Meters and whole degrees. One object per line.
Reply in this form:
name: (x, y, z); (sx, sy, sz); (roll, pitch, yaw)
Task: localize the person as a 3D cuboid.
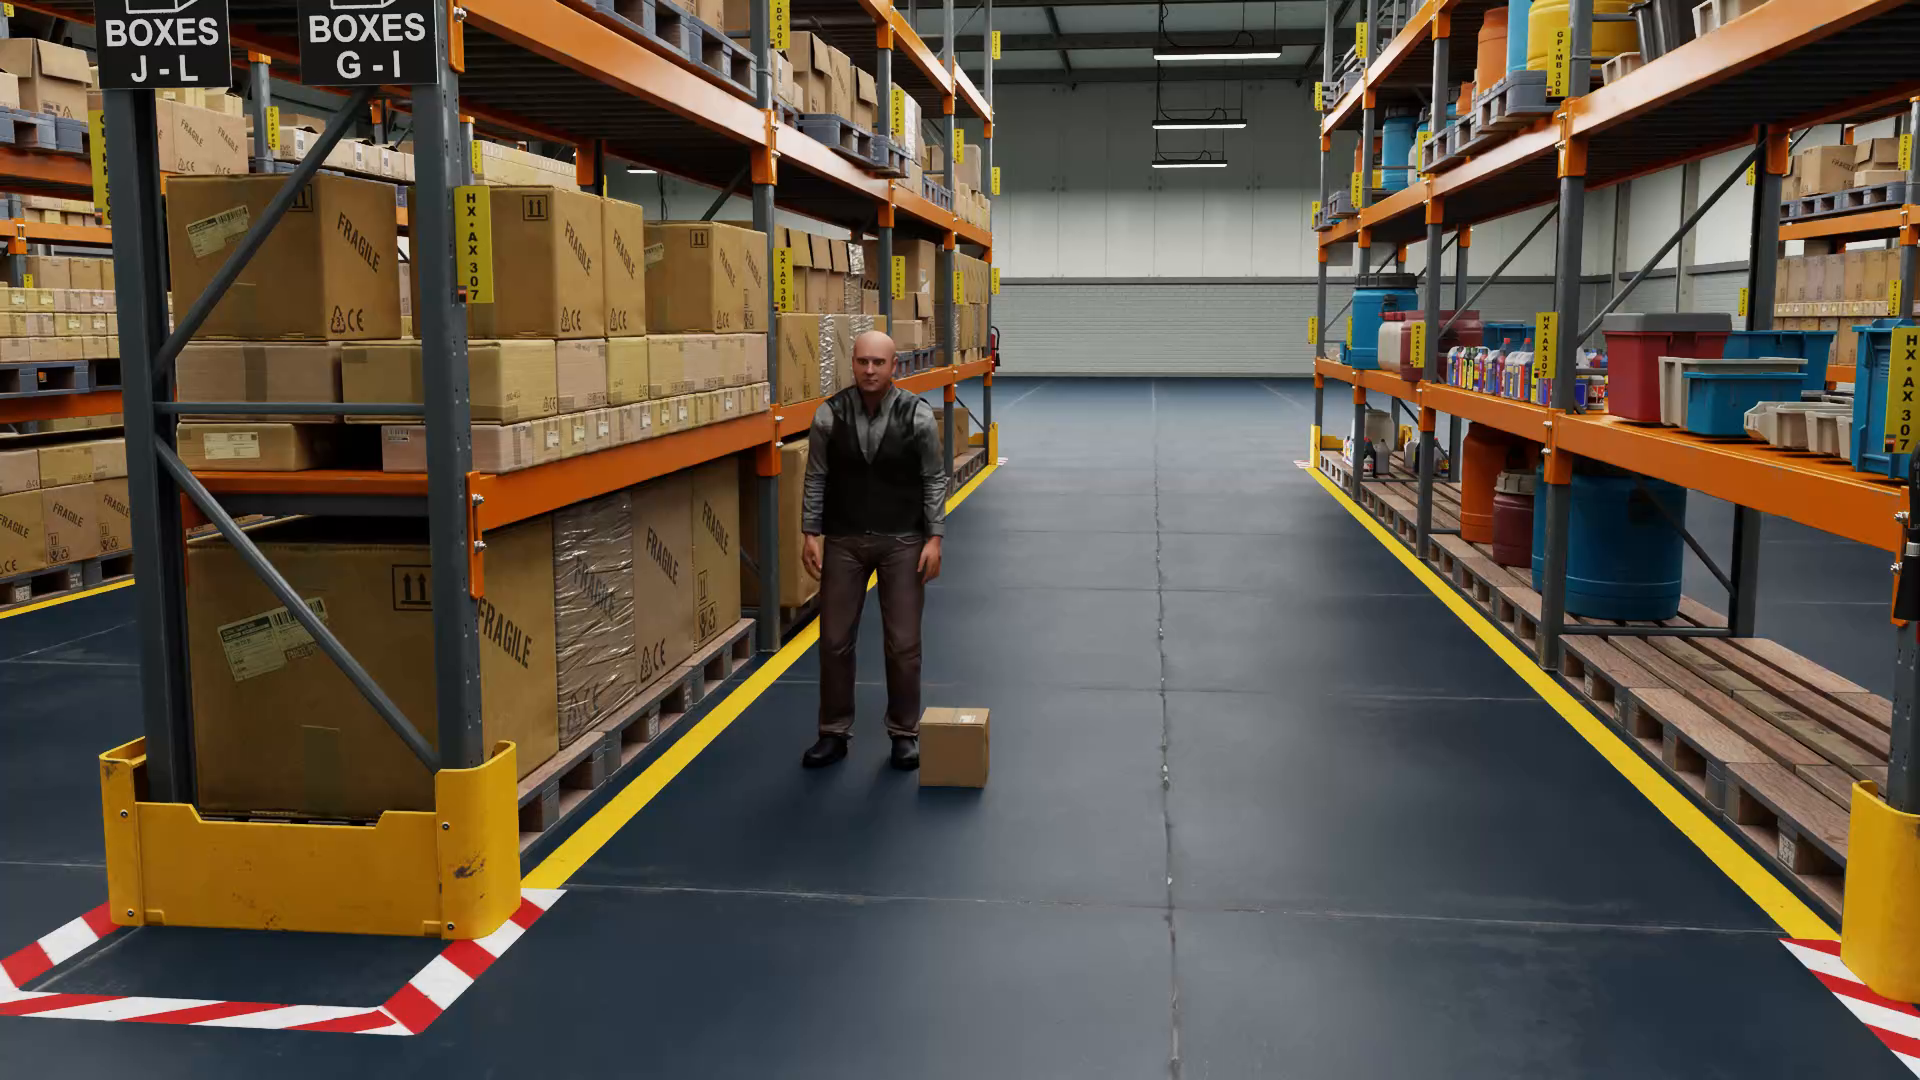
person: (-0.342, 0.081, 6.656); (0.580, 1.619, 0.415); (1, 8, 6)
